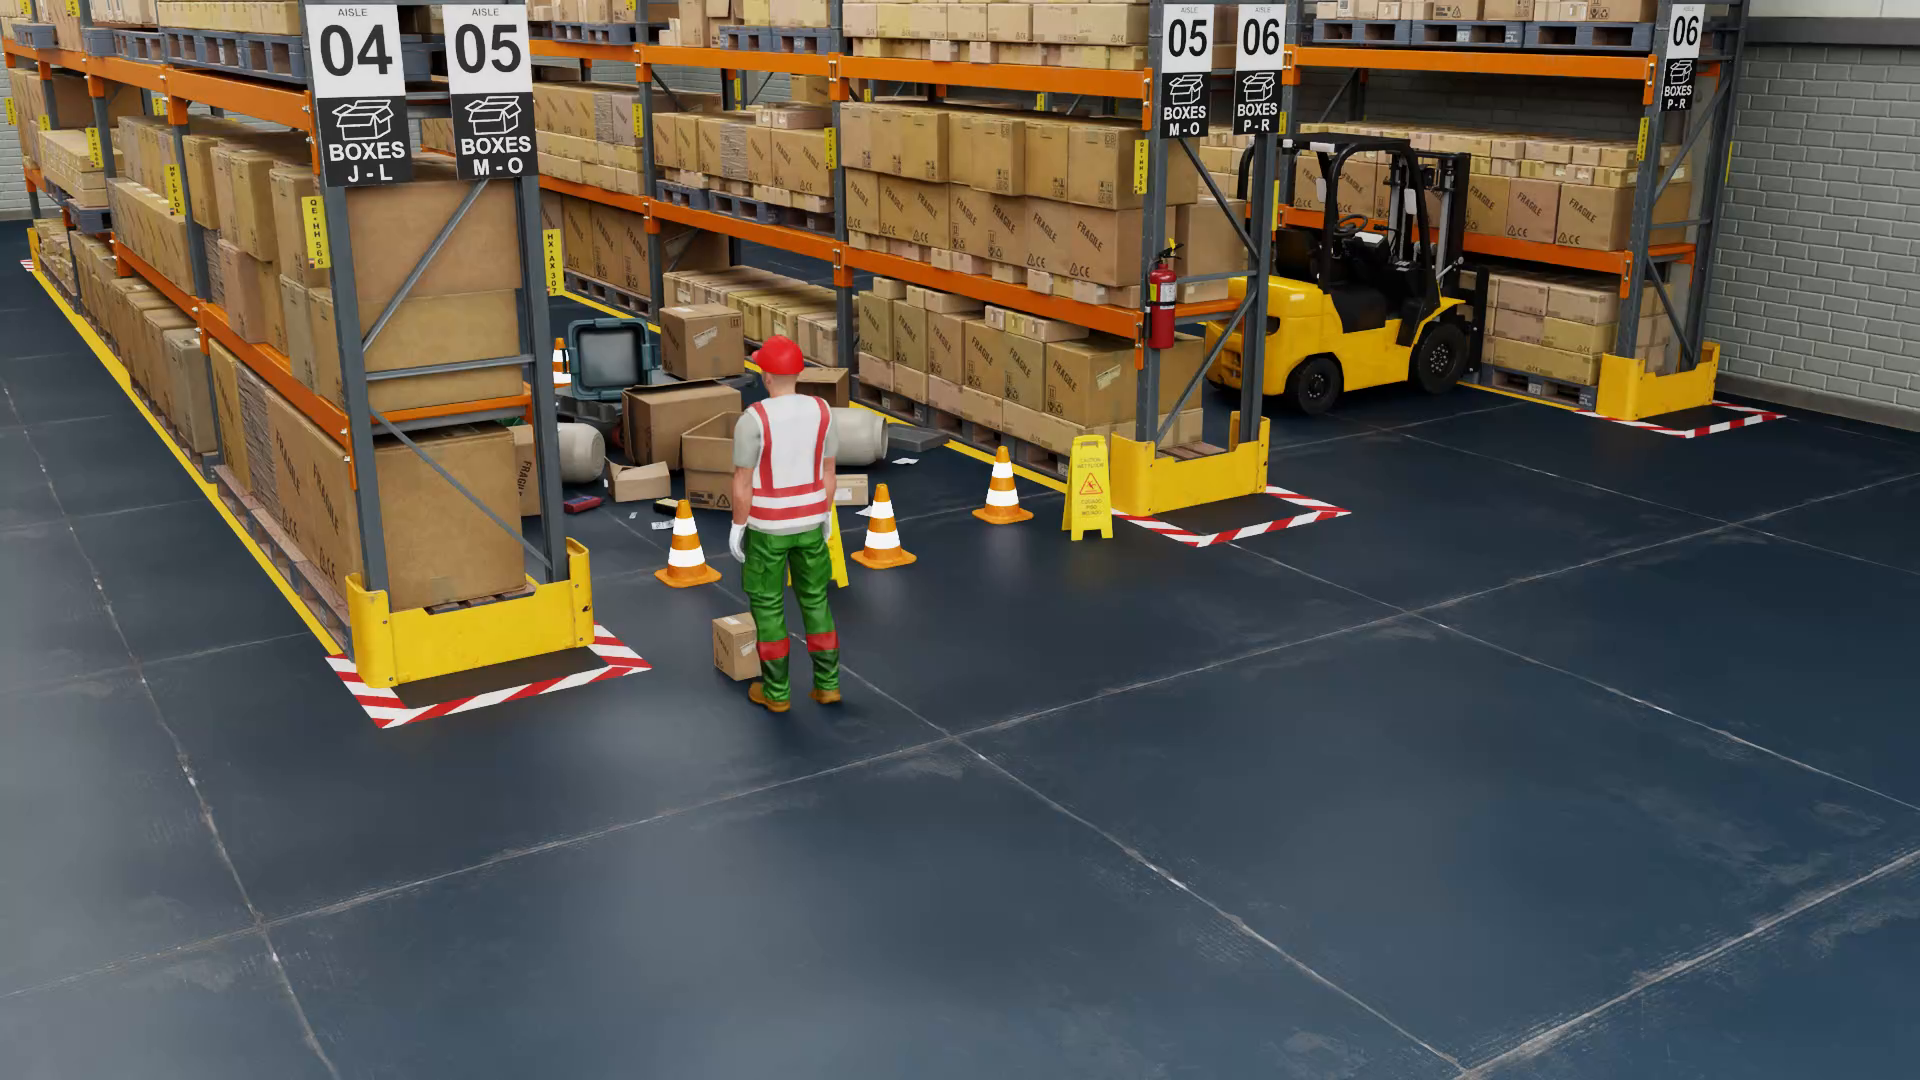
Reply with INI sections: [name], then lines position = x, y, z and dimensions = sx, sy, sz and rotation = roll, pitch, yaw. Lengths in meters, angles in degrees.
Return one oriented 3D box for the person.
[person]
position = -0.824, -0.048, 7.757
dimensions = 0.525, 1.844, 0.356
rotation = -11, 21, -30
